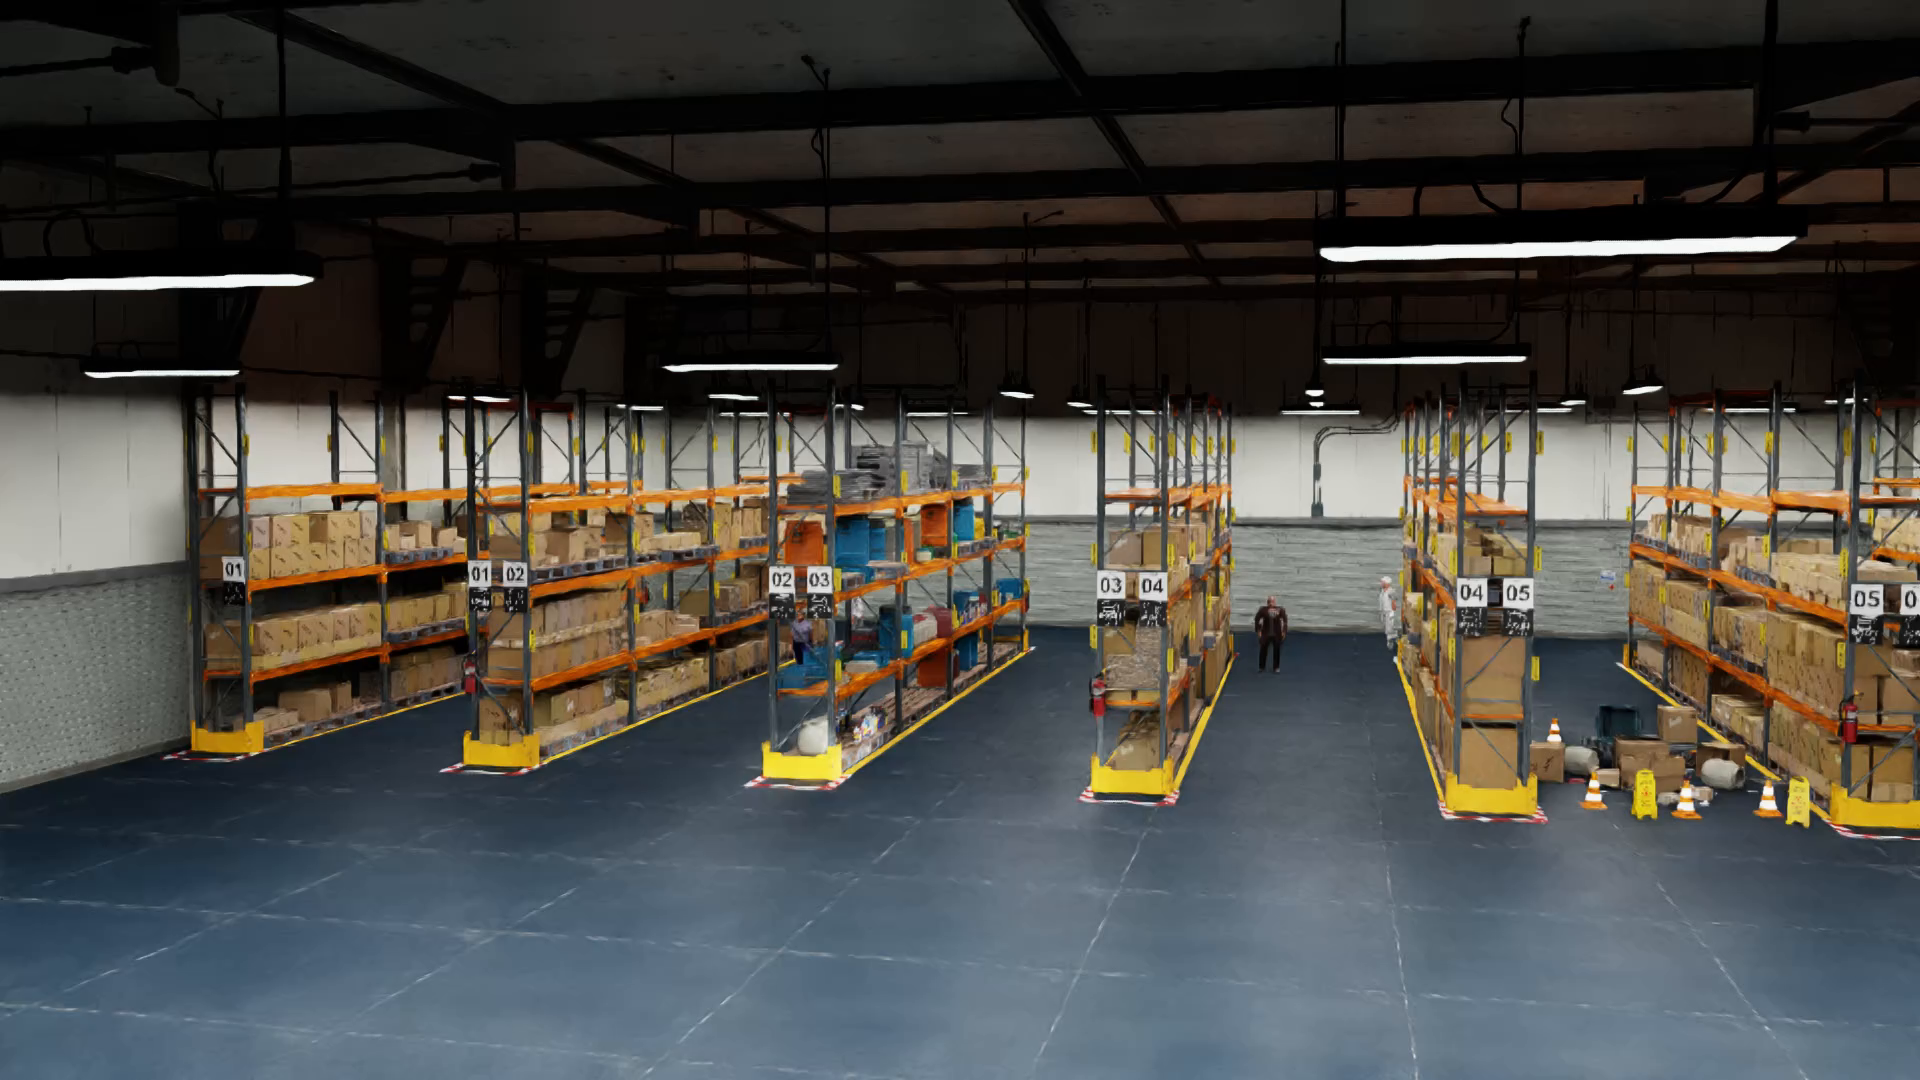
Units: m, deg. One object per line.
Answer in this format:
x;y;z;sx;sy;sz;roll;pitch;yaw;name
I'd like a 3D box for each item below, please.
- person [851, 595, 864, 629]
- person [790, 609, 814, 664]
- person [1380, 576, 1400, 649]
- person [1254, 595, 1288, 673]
-2.515;1.813;40.176;0.479;1.773;0.622;1;3;18;person
-3.332;2.218;34.850;0.482;1.550;1.090;1;3;11;person
10.535;1.777;40.661;0.460;1.779;0.695;-1;3;-21;person
6.812;2.058;36.432;0.729;1.733;0.546;1;3;11;person
